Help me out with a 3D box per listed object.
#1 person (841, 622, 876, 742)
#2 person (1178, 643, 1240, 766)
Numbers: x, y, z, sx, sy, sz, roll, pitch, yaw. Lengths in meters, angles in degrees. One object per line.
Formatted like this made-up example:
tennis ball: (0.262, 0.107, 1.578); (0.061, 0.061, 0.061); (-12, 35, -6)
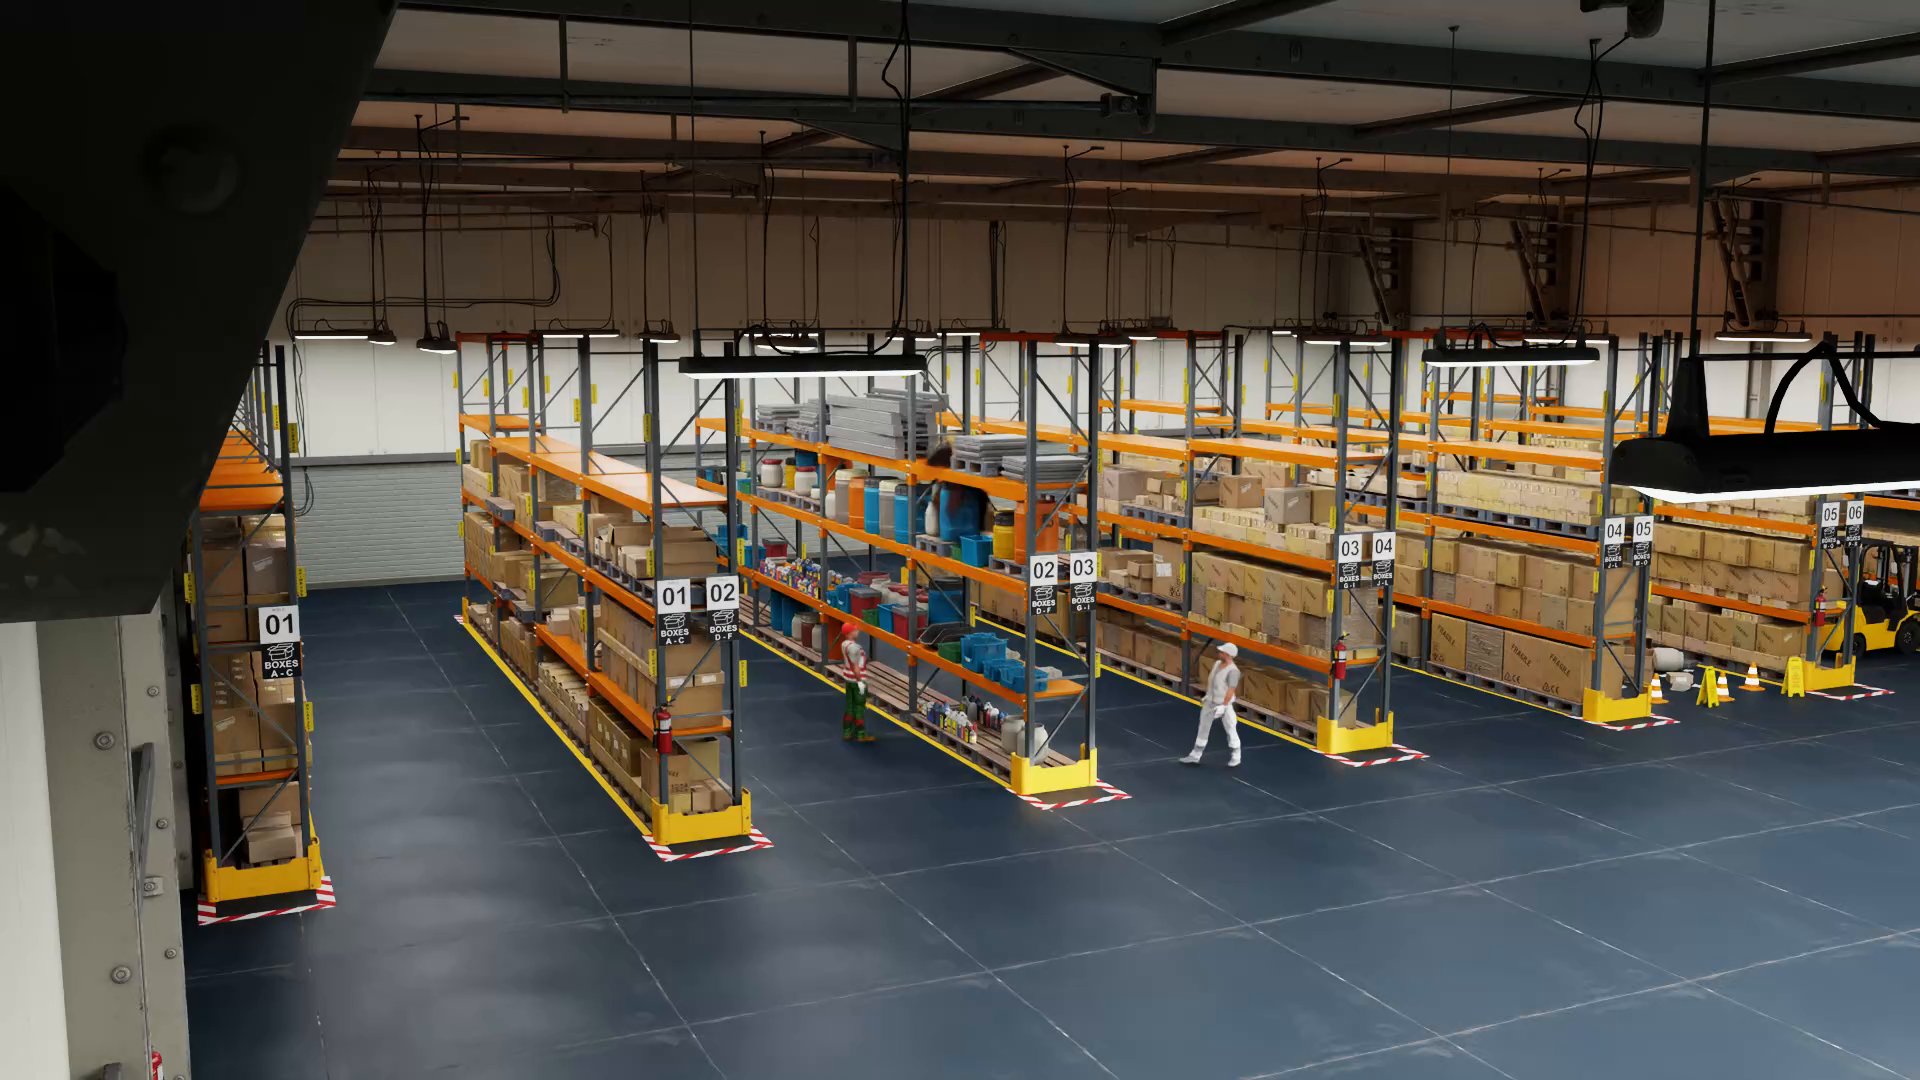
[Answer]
person: (-1.527, 2.109, 24.825); (0.457, 1.791, 0.619); (-4, 9, -28)
person: (3.573, 2.308, 23.385); (0.740, 1.760, 0.689); (-7, 10, -41)
